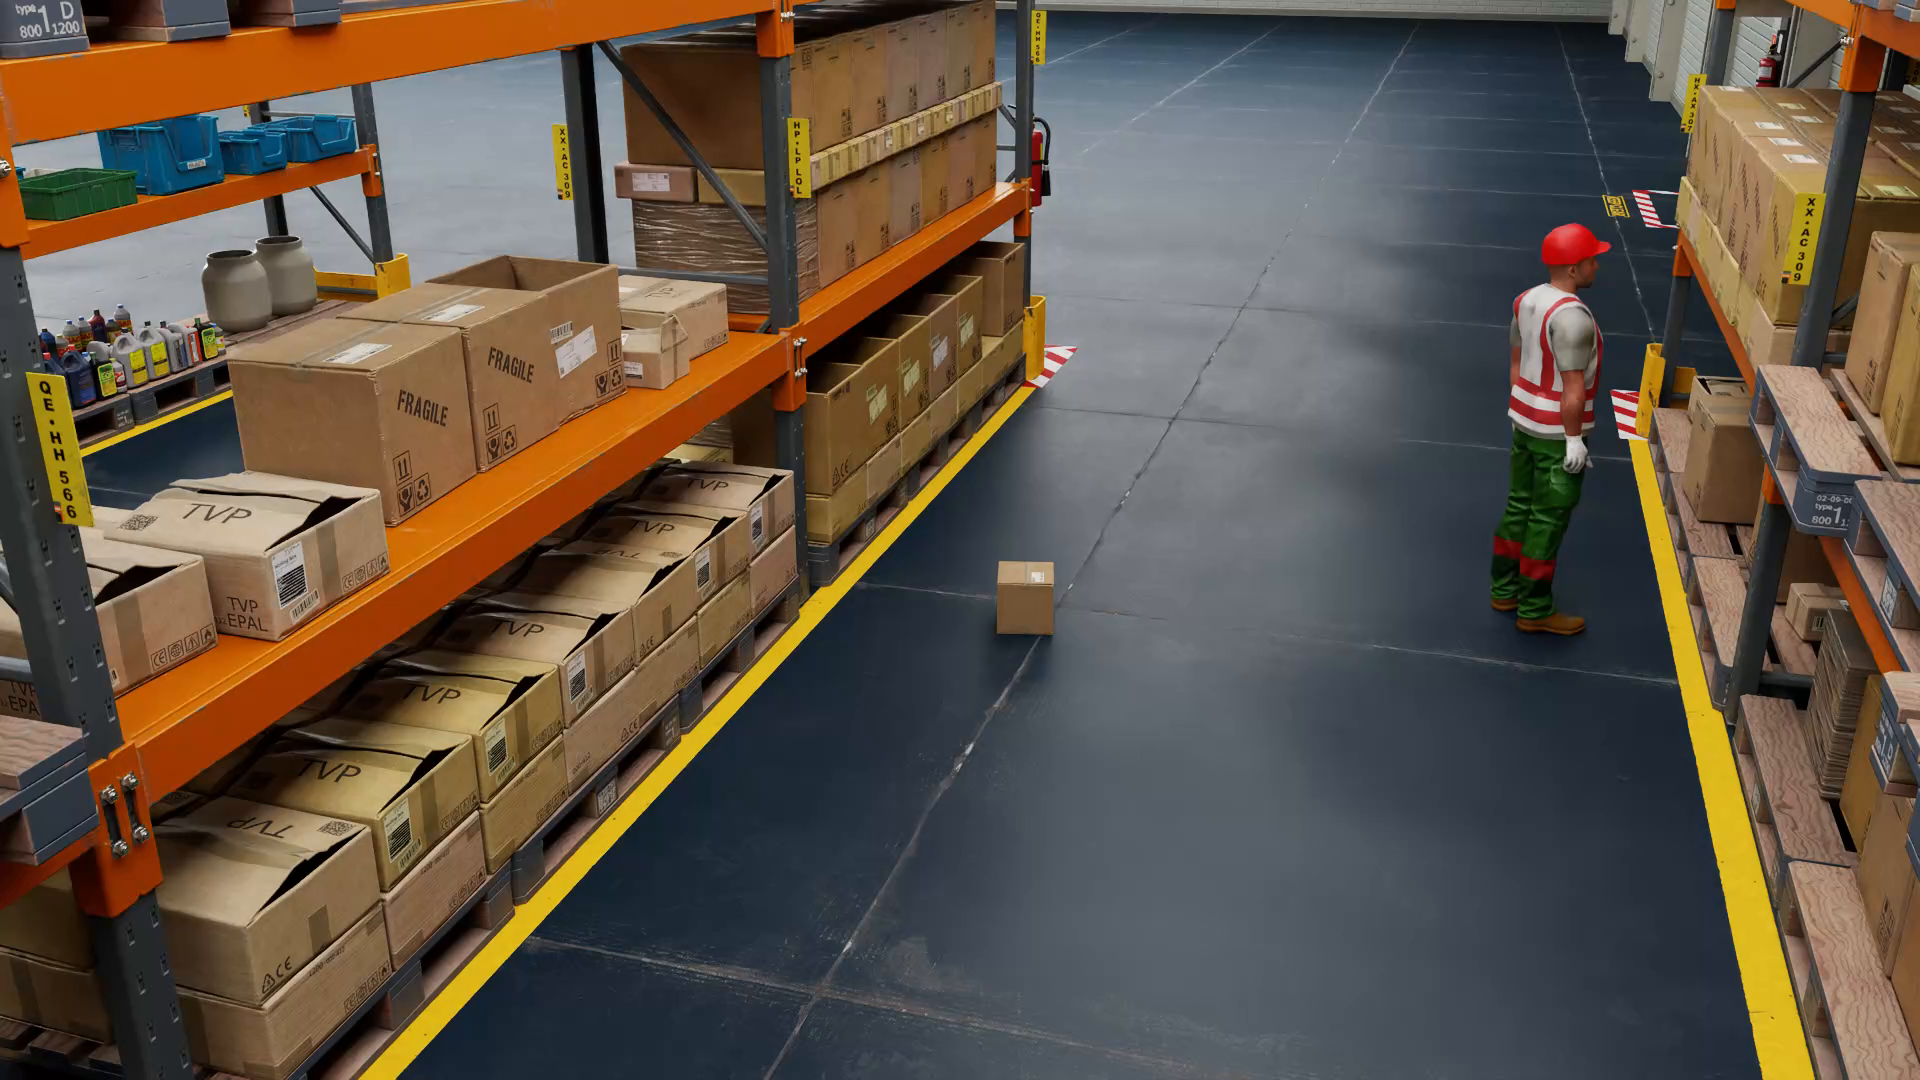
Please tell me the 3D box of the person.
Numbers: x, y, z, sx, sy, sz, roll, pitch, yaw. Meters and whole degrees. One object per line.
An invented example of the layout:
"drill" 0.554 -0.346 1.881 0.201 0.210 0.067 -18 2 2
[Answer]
"person" 2.593 -0.485 7.261 0.359 1.795 0.548 -3 22 -8
